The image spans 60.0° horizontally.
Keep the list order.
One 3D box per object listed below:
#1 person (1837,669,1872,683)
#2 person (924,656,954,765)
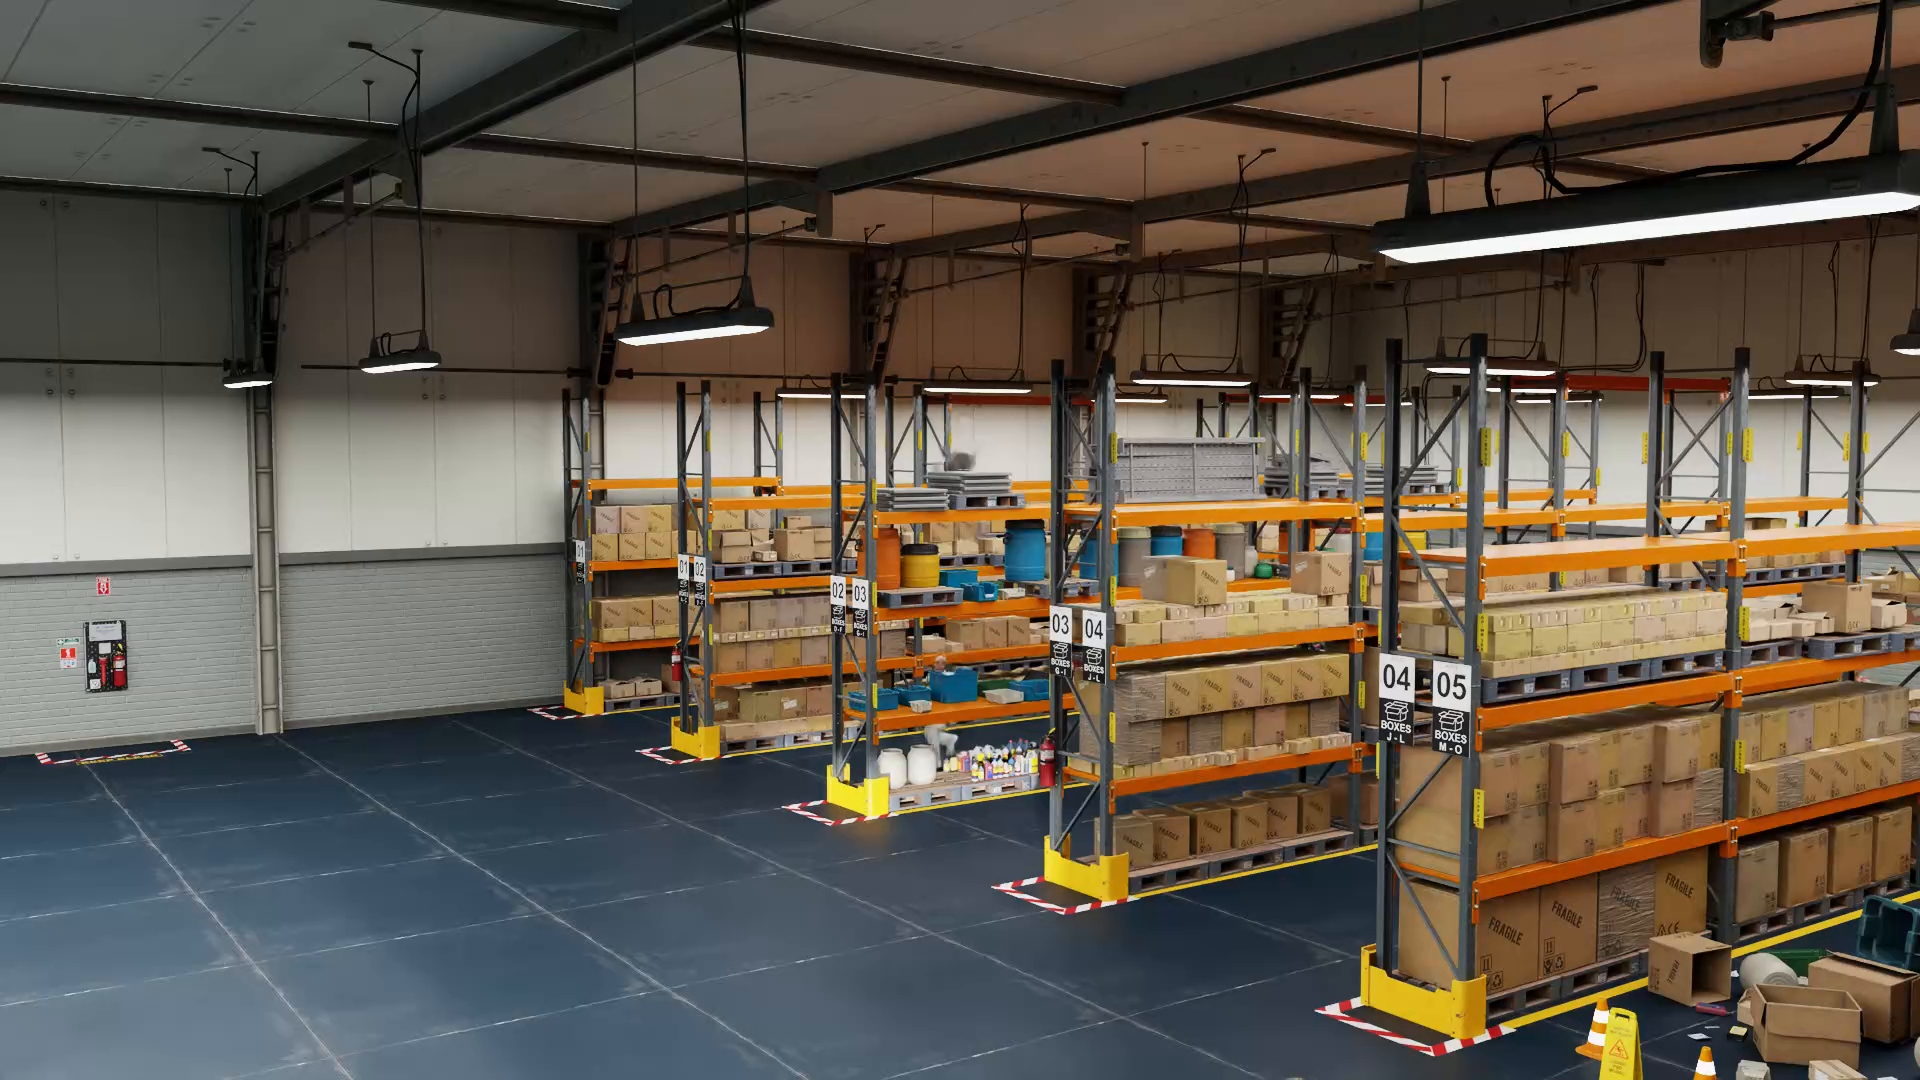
[{"bbox_3d":[13.335,2.610,24.894,0.758,1.622,0.641,-3,5,-42],"label":"person"},{"bbox_3d":[-0.289,2.617,25.656,0.626,1.665,0.711,-3,5,-40],"label":"person"}]
